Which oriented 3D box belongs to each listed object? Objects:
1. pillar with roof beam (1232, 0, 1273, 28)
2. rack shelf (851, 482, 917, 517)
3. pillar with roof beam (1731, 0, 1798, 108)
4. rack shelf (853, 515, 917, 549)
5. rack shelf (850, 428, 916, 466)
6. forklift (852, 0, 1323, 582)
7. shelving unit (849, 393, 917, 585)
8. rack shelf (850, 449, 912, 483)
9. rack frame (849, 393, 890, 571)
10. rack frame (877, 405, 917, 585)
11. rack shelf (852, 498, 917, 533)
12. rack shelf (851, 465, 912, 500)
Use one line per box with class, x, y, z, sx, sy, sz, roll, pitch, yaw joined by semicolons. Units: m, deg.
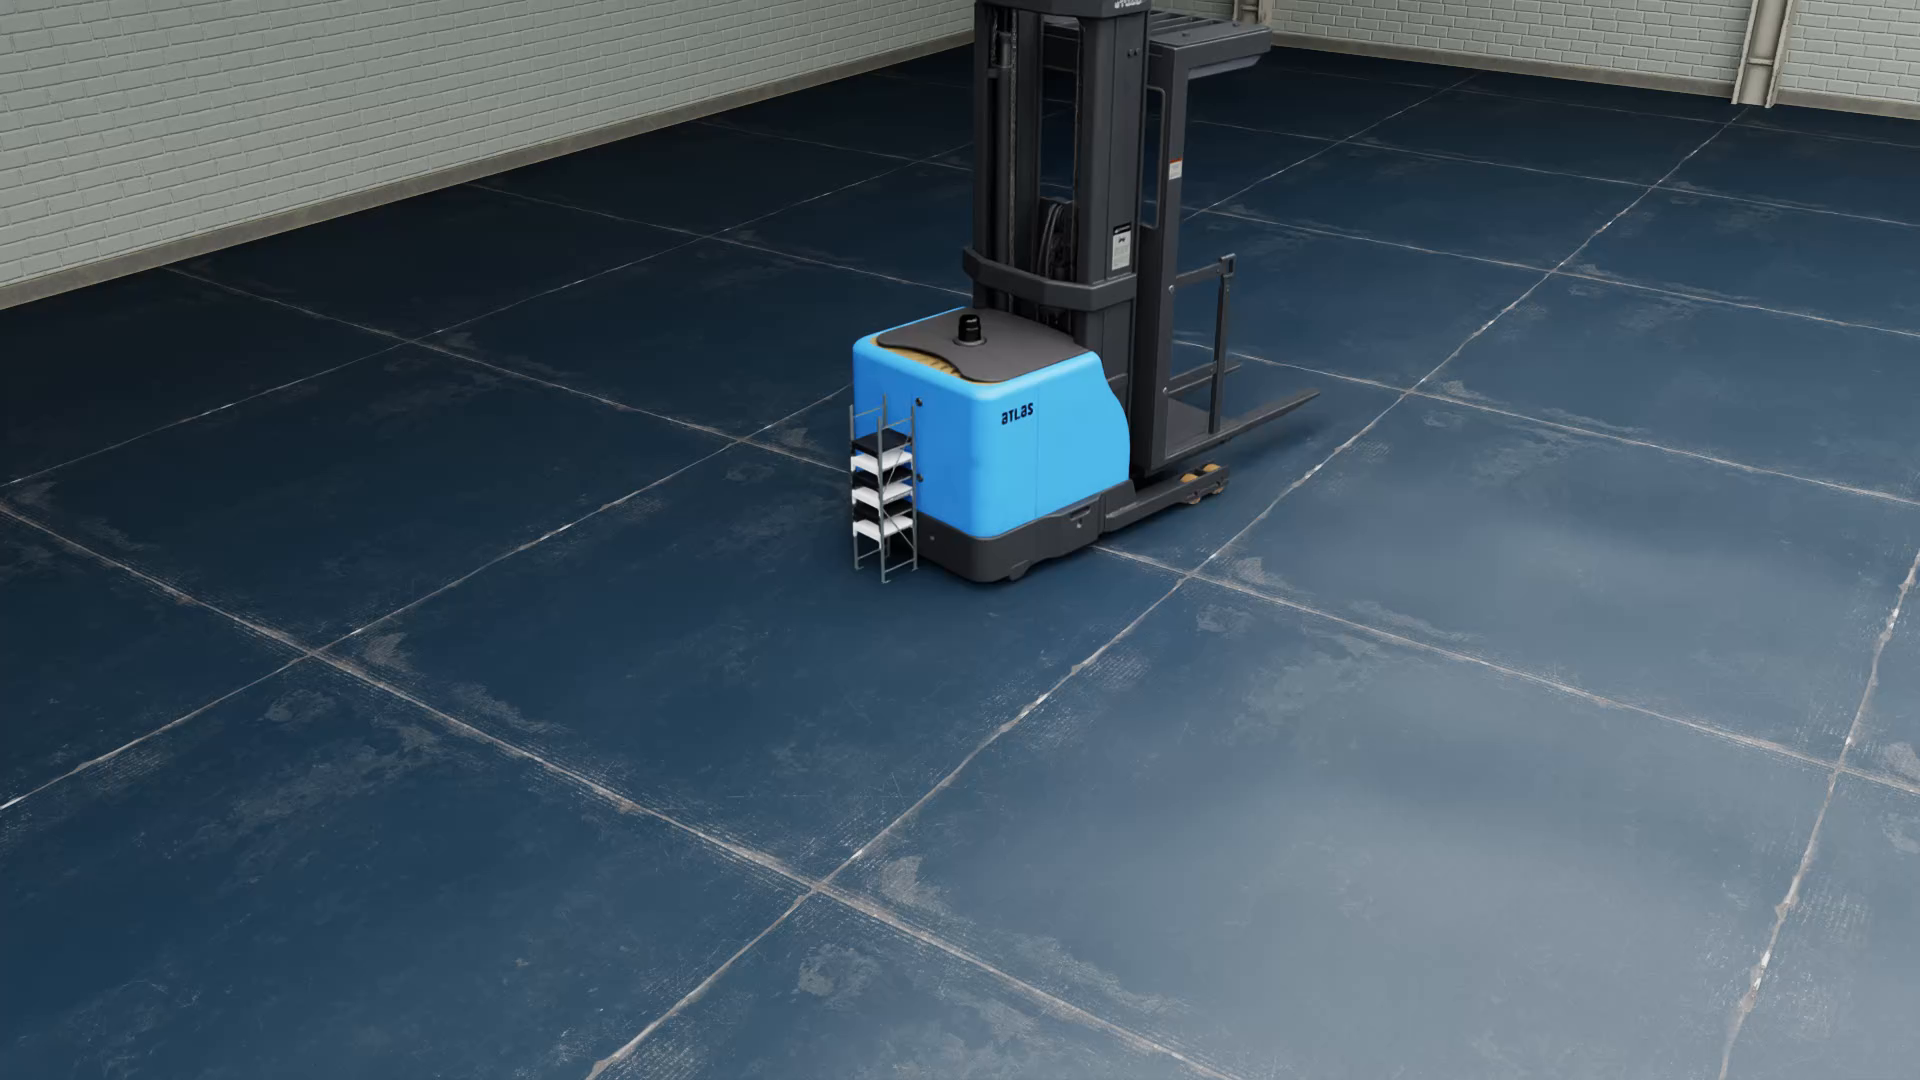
pillar with roof beam;1.246;-8.694;15.911;0.400;9.000;9.100;17;32;30
rack shelf;-0.377;-0.220;8.263;0.258;0.077;0.200;-24;35;-39
pillar with roof beam;6.191;-7.153;12.884;0.400;9.000;9.100;17;32;30
rack shelf;-0.377;-0.059;8.345;0.258;0.077;0.200;-24;35;-39
rack shelf;-0.377;-0.461;8.141;0.258;0.077;0.200;-24;35;-39
forklift;0.861;-1.656;8.772;3.031;2.935;1.130;-23;35;-38
shelving unit;-0.377;-0.250;8.248;0.258;0.900;0.210;-24;35;-39
rack shelf;-0.377;-0.380;8.182;0.258;0.077;0.200;-24;35;-39
rack frame;-0.448;-0.283;8.313;0.240;0.900;0.006;-24;35;-39
rack frame;-0.306;-0.217;8.184;0.240;0.900;0.006;-24;35;-39
rack shelf;-0.377;-0.140;8.304;0.258;0.077;0.200;-24;35;-39
rack shelf;-0.377;-0.300;8.223;0.258;0.077;0.200;-24;35;-39
